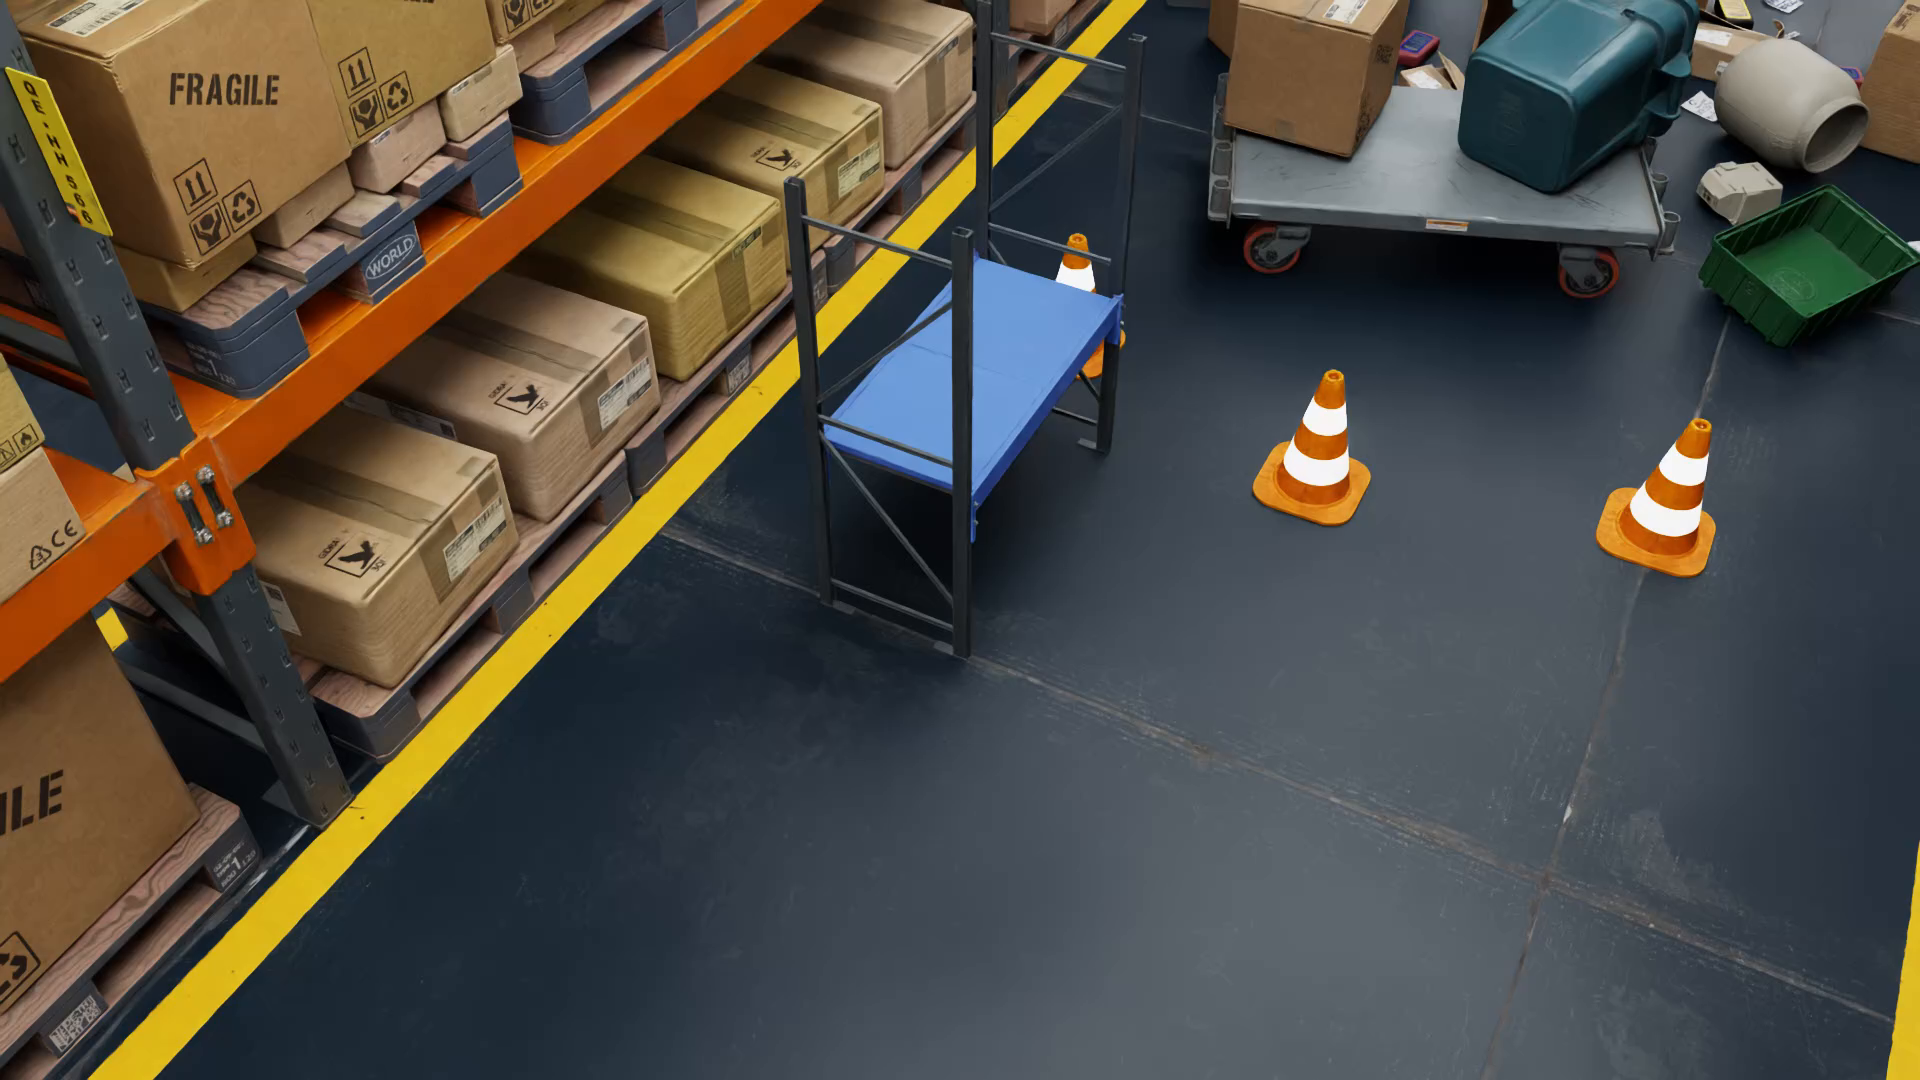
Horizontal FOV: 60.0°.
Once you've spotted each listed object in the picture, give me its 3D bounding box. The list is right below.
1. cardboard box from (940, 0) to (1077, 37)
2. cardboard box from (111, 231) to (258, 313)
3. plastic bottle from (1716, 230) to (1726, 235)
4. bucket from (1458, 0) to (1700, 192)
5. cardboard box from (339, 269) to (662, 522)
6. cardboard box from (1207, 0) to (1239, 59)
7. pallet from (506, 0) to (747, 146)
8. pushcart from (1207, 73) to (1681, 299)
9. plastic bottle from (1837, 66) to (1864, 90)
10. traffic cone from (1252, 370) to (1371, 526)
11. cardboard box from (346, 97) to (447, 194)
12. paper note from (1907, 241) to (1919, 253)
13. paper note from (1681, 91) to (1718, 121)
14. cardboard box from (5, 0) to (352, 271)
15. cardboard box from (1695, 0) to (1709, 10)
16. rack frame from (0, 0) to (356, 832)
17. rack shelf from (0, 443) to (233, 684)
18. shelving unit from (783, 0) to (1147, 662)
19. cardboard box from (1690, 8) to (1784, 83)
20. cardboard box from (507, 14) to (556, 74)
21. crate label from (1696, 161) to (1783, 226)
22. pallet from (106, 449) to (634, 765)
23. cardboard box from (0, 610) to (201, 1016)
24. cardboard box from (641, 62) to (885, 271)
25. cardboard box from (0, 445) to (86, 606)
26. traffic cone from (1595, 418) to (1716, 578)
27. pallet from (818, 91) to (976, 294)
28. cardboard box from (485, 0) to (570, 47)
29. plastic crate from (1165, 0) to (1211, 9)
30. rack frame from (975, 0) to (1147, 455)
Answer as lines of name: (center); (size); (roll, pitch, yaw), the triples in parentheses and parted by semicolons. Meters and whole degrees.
cardboard box: (0.245, -2.457, 7.207); (0.500, 0.250, 0.500); (18, 48, 17)
cardboard box: (-1.809, -0.676, 3.690); (0.380, 0.149, 0.250); (18, 48, 17)
plastic bottle: (2.955, -1.062, 6.257); (0.133, 0.061, 0.283); (-2, 45, -2)
bucket: (2.184, -1.653, 6.008); (0.620, 0.611, 0.726); (-39, 56, -20)
cardboard box: (-1.518, -0.517, 5.205); (0.950, 0.372, 0.625); (20, 49, 18)
cardboard box: (1.434, -2.341, 7.211); (0.500, 0.500, 0.500); (-16, 48, -15)
pallet: (-1.242, -1.666, 4.923); (1.003, 0.211, 1.213); (20, 49, 19)
pushcart: (1.774, -1.350, 6.319); (1.648, 0.377, 0.936); (5, 46, 5)
plastic bottle: (3.738, -1.994, 7.177); (0.283, 0.061, 0.133); (5, 46, 5)
traffic cone: (1.147, -0.345, 5.266); (0.336, 0.463, 0.334); (20, 49, 19)
cardboard box: (-1.481, -1.000, 4.011); (0.380, 0.149, 0.250); (17, 48, 17)
paper note: (3.673, -1.102, 6.317); (0.147, 0.020, 0.142); (-9, 46, -9)
paper note: (3.173, -1.836, 7.048); (0.155, 0.023, 0.172); (-33, 54, -28)
cardboard box: (-1.711, -0.968, 3.523); (0.500, 0.500, 0.500); (19, 48, 18)
cardboard box: (3.016, -2.693, 7.558); (0.797, 0.503, 0.637); (-9, 46, -9)
rack frame: (-2.125, -0.473, 3.609); (1.000, 3.000, 0.127); (20, 49, 19)
rack shelf: (-3.053, 1.039, 2.619); (1.077, 0.370, 4.000); (20, 49, 19)
shelving unit: (0.040, -0.581, 4.770); (0.538, 1.500, 1.048); (20, 49, 19)
cardboard box: (3.330, -2.152, 7.191); (0.396, 0.266, 0.258); (29, 52, 25)
cardboard box: (-1.292, -1.344, 4.351); (0.380, 0.149, 0.250); (23, 50, 21)
crate label: (3.054, -1.366, 6.504); (0.298, 0.136, 0.250); (-9, 46, -9)
pallet: (-1.761, 0.015, 5.087); (1.003, 0.211, 1.213); (20, 49, 19)
cardboard box: (-2.519, 0.534, 3.812); (0.875, 0.875, 0.875); (20, 49, 19)
cardboard box: (-0.840, -1.432, 6.108); (0.950, 0.372, 0.625); (23, 50, 21)
cardboard box: (-2.130, -0.016, 3.263); (0.500, 0.250, 0.500); (19, 48, 18)
traffic cone: (2.203, -0.185, 5.107); (0.336, 0.463, 0.334); (20, 49, 19)
pallet: (-0.628, -1.522, 6.606); (1.003, 0.211, 1.213); (20, 49, 19)
cardboard box: (-1.235, -1.635, 4.182); (0.500, 0.500, 0.500); (21, 49, 20)
plastic crate: (1.187, -2.685, 7.848); (0.402, 0.080, 0.583); (5, 46, 5)
rack frame: (0.276, -0.901, 5.086); (0.500, 1.500, 0.032); (20, 49, 19)
